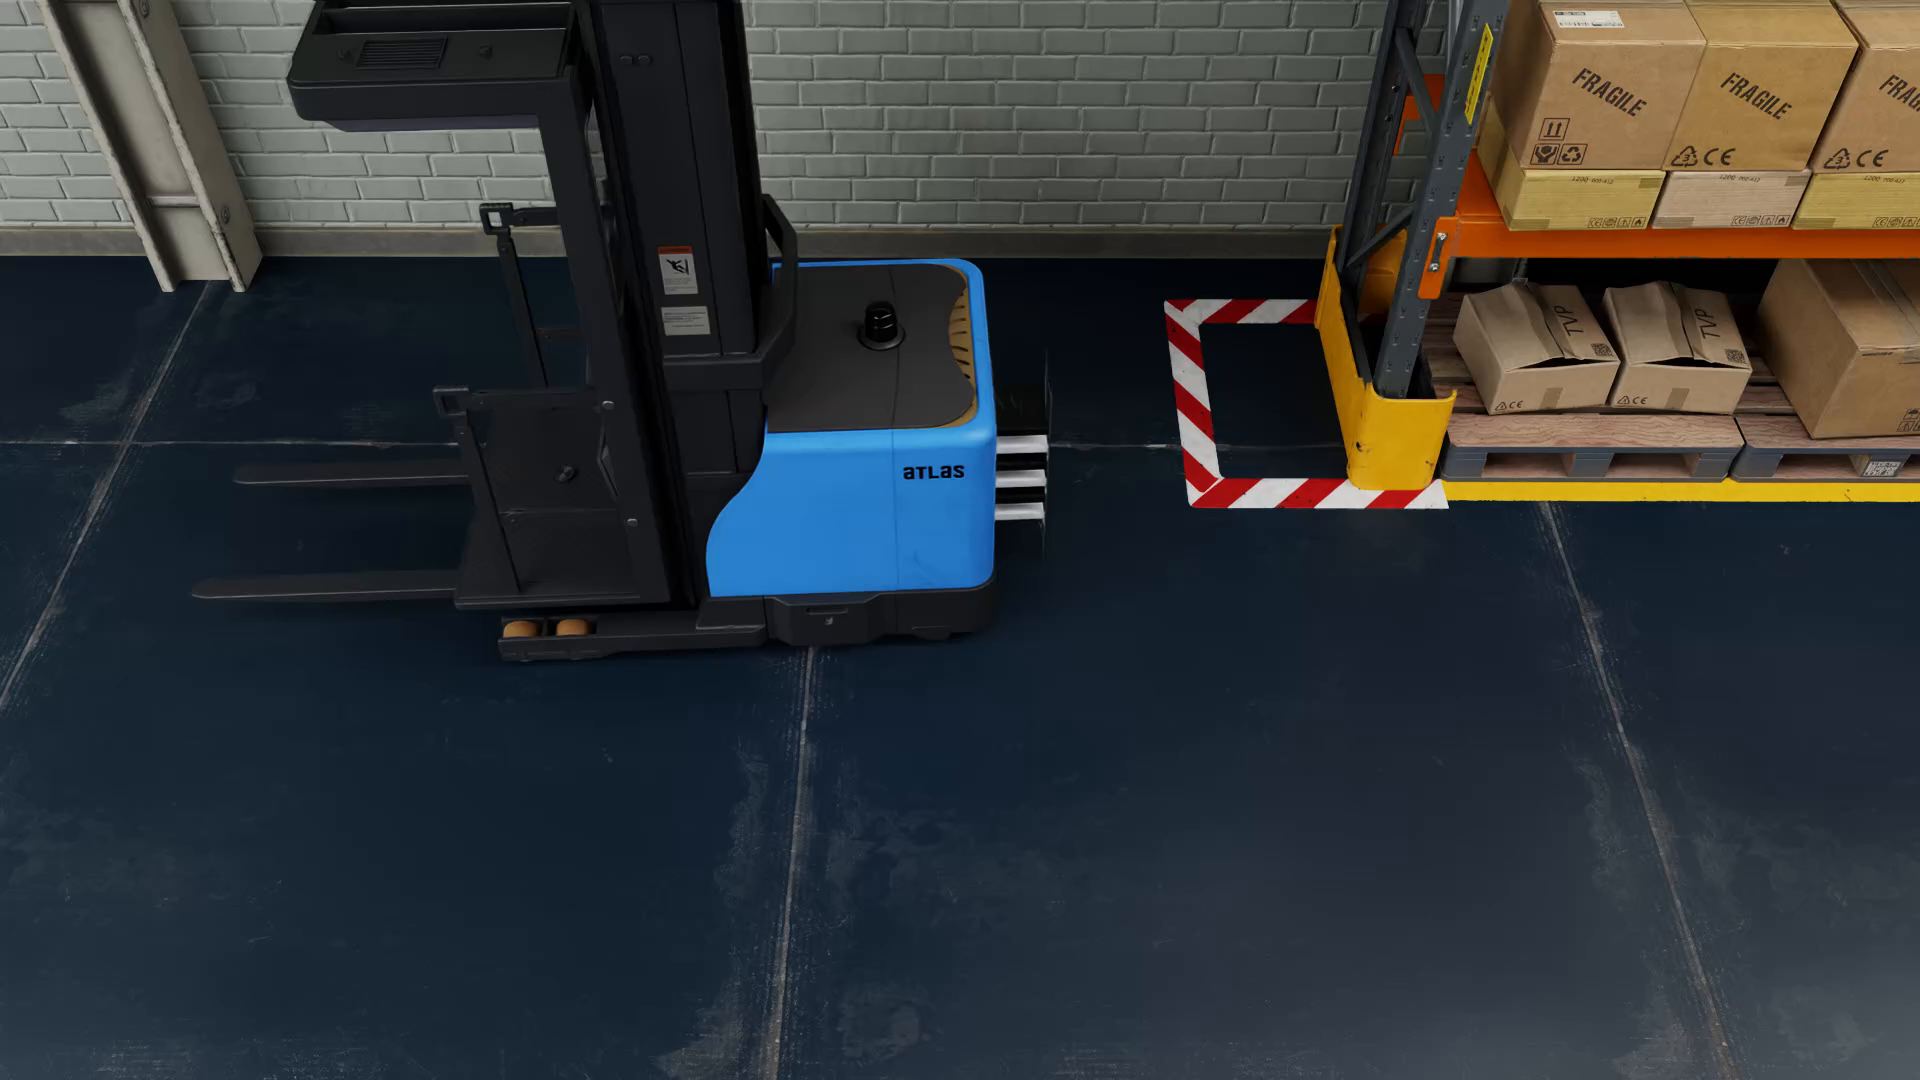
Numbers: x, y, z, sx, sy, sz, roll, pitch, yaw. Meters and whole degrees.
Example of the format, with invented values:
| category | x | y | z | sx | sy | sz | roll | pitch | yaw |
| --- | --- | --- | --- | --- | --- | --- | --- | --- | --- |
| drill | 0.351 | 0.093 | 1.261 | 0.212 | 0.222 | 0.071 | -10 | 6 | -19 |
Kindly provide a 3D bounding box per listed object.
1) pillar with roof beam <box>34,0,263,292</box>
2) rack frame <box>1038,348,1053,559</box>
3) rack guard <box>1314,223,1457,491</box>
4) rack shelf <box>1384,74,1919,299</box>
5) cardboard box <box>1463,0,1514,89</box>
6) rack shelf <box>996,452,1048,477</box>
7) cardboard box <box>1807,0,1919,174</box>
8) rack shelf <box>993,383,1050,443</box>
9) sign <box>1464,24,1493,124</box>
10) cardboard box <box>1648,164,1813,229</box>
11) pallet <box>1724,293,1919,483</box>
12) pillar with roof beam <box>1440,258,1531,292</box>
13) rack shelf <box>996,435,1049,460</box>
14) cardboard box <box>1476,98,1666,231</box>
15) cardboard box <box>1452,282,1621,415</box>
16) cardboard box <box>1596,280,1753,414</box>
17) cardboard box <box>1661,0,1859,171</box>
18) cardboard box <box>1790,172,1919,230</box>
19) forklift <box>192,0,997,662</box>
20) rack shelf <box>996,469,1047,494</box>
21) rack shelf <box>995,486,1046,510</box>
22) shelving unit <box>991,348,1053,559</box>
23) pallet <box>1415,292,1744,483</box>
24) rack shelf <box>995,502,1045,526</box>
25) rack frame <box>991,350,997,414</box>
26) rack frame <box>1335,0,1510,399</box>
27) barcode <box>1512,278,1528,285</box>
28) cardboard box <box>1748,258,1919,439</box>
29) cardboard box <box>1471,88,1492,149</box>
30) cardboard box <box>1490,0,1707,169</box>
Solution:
| category | x | y | z | sx | sy | sz | roll | pitch | yaw |
| --- | --- | --- | --- | --- | --- | --- | --- | --- | --- |
| pillar with roof beam | -3.580 | -1.199 | 1.718 | 0.400 | 9.000 | 9.100 | 0 | 47 | 0 |
| rack frame | 0.327 | -0.318 | 6.431 | 0.006 | 0.900 | 0.240 | -2 | 47 | -2 |
| rack guard | 1.809 | -0.806 | 7.159 | 0.348 | 0.500 | 1.175 | 0 | 47 | 0 |
| rack shelf | 3.733 | -1.408 | 6.503 | 4.000 | 0.370 | 1.077 | 0 | 47 | 0 |
| cardboard box | 2.205 | -2.024 | 6.161 | 0.500 | 0.500 | 0.500 | 0 | 47 | 0 |
| rack shelf | 0.226 | -0.353 | 6.386 | 0.200 | 0.077 | 0.258 | -2 | 47 | -2 |
| cardboard box | 3.220 | -1.634 | 5.798 | 0.500 | 0.500 | 0.500 | -1 | 47 | -1 |
| rack shelf | 0.226 | -0.476 | 6.255 | 0.200 | 0.077 | 0.258 | -2 | 47 | -2 |
| sign | 1.731 | -1.556 | 5.558 | 0.005 | 0.325 | 0.100 | 0 | 47 | 0 |
| cardboard box | 2.739 | -1.389 | 6.083 | 0.500 | 0.250 | 0.500 | -1 | 47 | -1 |
| pallet | 3.838 | -0.675 | 7.234 | 1.213 | 0.211 | 1.003 | 0 | 47 | 0 |
| pillar with roof beam | 2.420 | -1.182 | 1.703 | 0.400 | 9.000 | 9.100 | 0 | 47 | 0 |
| rack shelf | 0.226 | -0.414 | 6.320 | 0.200 | 0.077 | 0.258 | -2 | 47 | -2 |
| cardboard box | 2.220 | -1.380 | 6.074 | 0.500 | 0.250 | 0.500 | -1 | 47 | -1 |
| cardboard box | 2.424 | -0.824 | 7.004 | 0.500 | 0.311 | 0.500 | -5 | 47 | -4 |
| cardboard box | 2.994 | -0.823 | 7.003 | 0.500 | 0.311 | 0.500 | 4 | 47 | 3 |
| cardboard box | 2.703 | -1.640 | 5.803 | 0.500 | 0.500 | 0.500 | 0 | 47 | 0 |
| cardboard box | 3.248 | -1.384 | 6.077 | 0.500 | 0.250 | 0.500 | -1 | 47 | 0 |
| forklift | -1.395 | -0.935 | 5.618 | 3.031 | 2.935 | 1.130 | -2 | 47 | -2 |
| rack shelf | 0.226 | -0.292 | 6.452 | 0.200 | 0.077 | 0.258 | -2 | 47 | -2 |
| rack shelf | 0.226 | -0.230 | 6.518 | 0.200 | 0.077 | 0.258 | -2 | 47 | -2 |
| shelving unit | 0.226 | -0.314 | 6.428 | 0.210 | 0.900 | 0.258 | -2 | 47 | -2 |
| pallet | 2.621 | -0.680 | 7.239 | 1.213 | 0.211 | 1.003 | 0 | 47 | 0 |
| rack shelf | 0.226 | -0.169 | 6.584 | 0.200 | 0.077 | 0.258 | -2 | 47 | -2 |
| rack frame | 0.124 | -0.311 | 6.425 | 0.006 | 0.900 | 0.240 | -2 | 47 | -2 |
| rack frame | 1.733 | -1.658 | 6.244 | 0.127 | 3.000 | 1.000 | 0 | 47 | 0 |
| barcode | 2.444 | -1.120 | 7.274 | 0.075 | 0.075 | 0.001 | 0 | 47 | 0 |
| cardboard box | 3.728 | -0.849 | 6.898 | 0.500 | 0.500 | 0.700 | -3 | 47 | -2 |
| cardboard box | 2.201 | -1.755 | 6.423 | 0.500 | 0.250 | 0.500 | 1 | 47 | 1 |
| cardboard box | 2.209 | -1.648 | 5.811 | 0.500 | 0.500 | 0.500 | 0 | 47 | 0 |
